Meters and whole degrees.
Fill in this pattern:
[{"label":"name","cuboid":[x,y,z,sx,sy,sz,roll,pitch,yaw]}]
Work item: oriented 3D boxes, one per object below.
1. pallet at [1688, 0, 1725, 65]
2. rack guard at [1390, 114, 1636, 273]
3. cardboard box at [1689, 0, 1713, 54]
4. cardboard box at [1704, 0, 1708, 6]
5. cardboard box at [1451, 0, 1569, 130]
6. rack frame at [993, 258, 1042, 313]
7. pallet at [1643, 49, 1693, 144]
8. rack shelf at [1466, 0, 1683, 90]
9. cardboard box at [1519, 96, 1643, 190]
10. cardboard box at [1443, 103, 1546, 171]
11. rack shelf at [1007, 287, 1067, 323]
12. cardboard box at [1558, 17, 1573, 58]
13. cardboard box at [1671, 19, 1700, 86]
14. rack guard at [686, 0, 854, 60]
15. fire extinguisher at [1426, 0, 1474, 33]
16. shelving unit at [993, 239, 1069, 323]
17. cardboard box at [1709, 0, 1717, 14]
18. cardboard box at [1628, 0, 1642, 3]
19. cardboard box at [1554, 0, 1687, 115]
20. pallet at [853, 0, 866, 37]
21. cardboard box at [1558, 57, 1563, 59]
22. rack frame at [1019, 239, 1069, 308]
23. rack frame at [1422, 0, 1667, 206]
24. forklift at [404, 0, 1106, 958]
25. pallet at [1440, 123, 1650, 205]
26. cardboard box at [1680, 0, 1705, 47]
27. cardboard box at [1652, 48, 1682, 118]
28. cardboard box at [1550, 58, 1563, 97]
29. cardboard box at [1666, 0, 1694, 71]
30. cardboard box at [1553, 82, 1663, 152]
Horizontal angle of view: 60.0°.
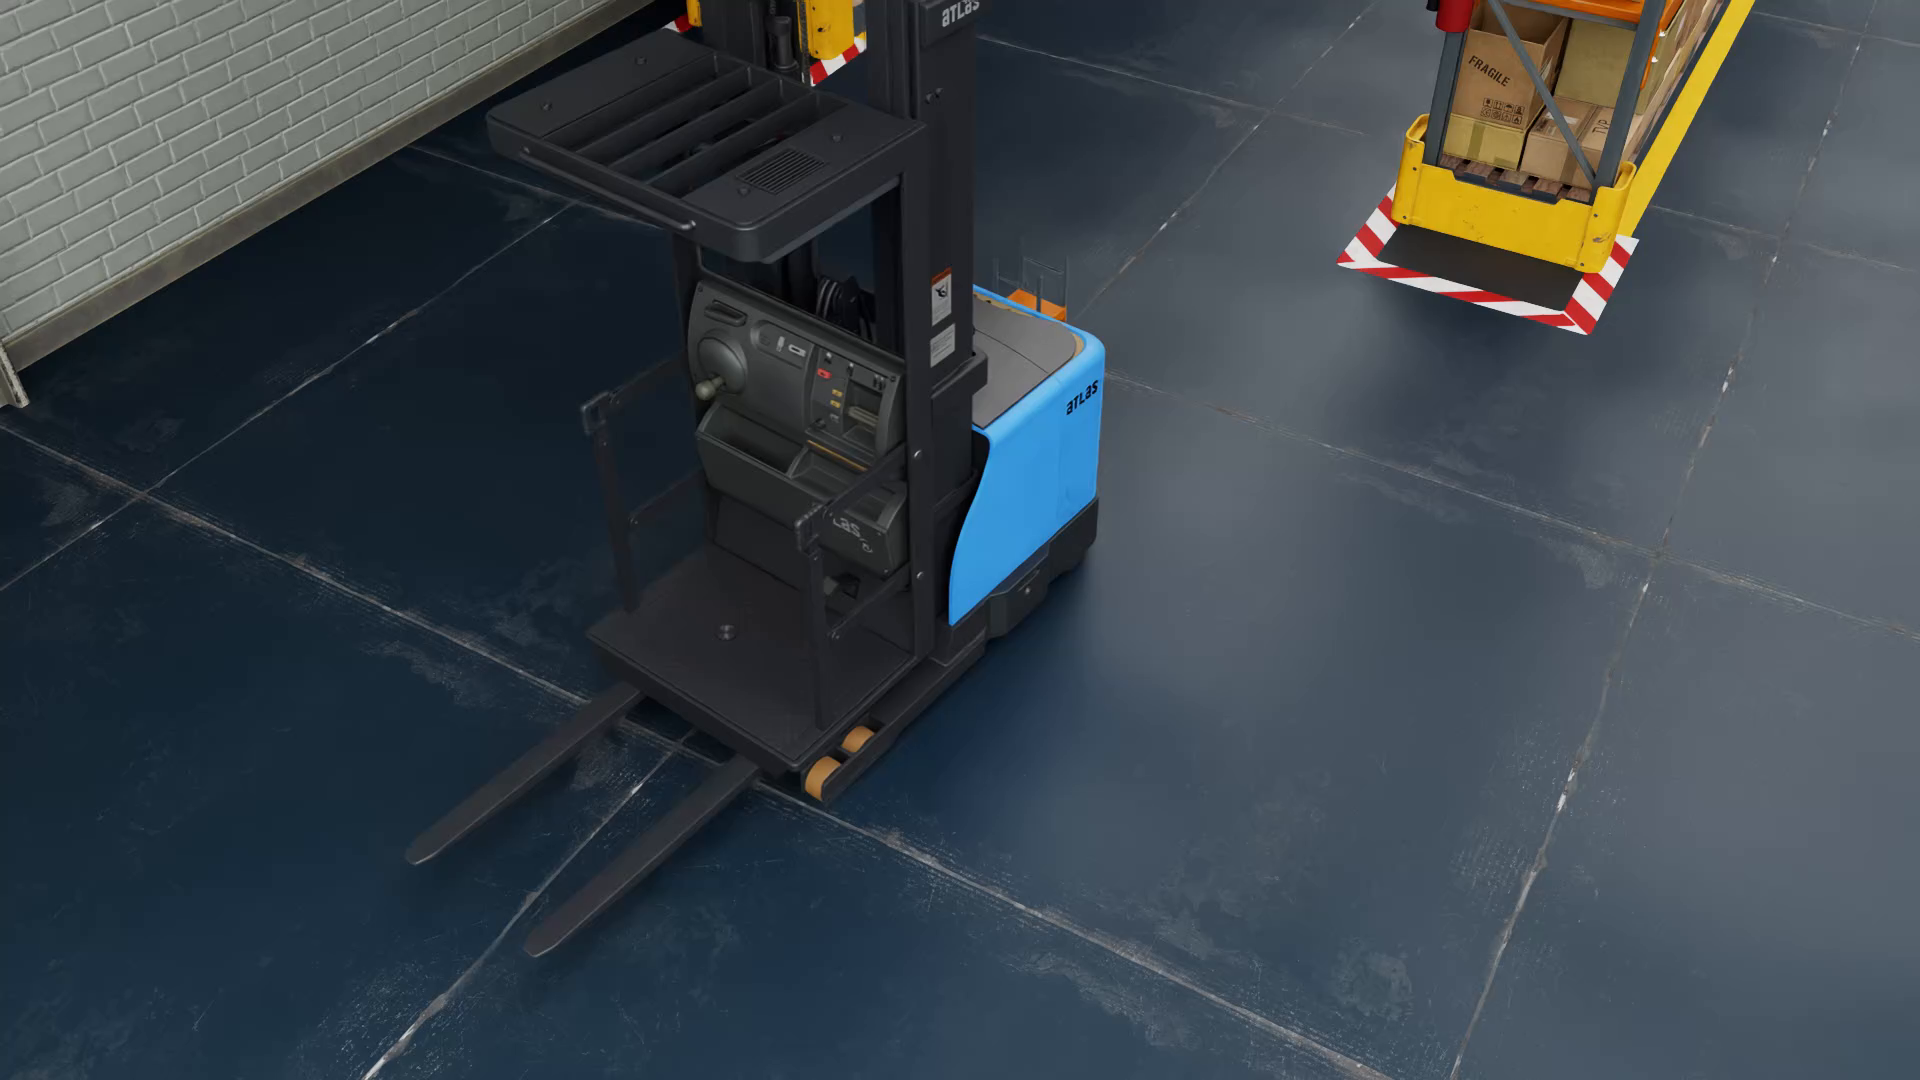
[{"label":"pallet","cuboid":[4.556,-3.637,11.221,1.003,0.211,1.213,21,45,22]},{"label":"rack guard","cuboid":[2.976,-1.884,9.012,1.175,0.500,0.348,21,45,22]},{"label":"cardboard box","cuboid":[4.451,-3.339,10.535,0.500,0.250,0.500,21,45,22]},{"label":"cardboard box","cuboid":[4.440,-3.625,10.292,0.500,0.500,0.500,21,45,22]},{"label":"cardboard box","cuboid":[2.999,-2.649,9.183,0.500,0.500,0.500,21,45,22]},{"label":"rack frame","cuboid":[0.232,-0.644,7.074,0.240,1.200,0.006,27,48,27]},{"label":"pallet","cuboid":[3.946,-2.937,10.425,1.003,0.211,1.213,21,45,22]},{"label":"rack shelf","cuboid":[3.989,-3.711,9.738,1.077,0.370,4.000,21,45,22]},{"label":"cardboard box","cuboid":[3.449,-2.195,9.236,0.500,0.250,0.500,21,45,22]},{"label":"cardboard box","cuboid":[3.001,-2.366,9.430,0.500,0.250,0.500,21,45,22]},{"label":"rack shelf","cuboid":[0.288,-0.929,6.919,0.258,0.103,0.180,27,48,27]},{"label":"cardboard box","cuboid":[3.487,-3.226,9.839,0.500,0.500,0.500,21,45,22]},{"label":"cardboard box","cuboid":[4.201,-3.053,10.210,0.500,0.250,0.500,21,45,22]},{"label":"rack guard","cuboid":[-1.265,-3.578,10.934,1.175,0.500,0.348,21,45,22]},{"label":"fire extinguisher","cuboid":[2.527,-2.893,8.324,0.296,0.674,0.183,21,45,22]},{"label":"shelving unit","cuboid":[0.288,-0.692,7.128,0.258,1.200,0.189,27,48,27]},{"label":"cardboard box","cuboid":[4.688,-3.630,10.865,0.500,0.250,0.500,21,45,22]},{"label":"cardboard box","cuboid":[3.233,-3.137,8.467,0.700,0.500,0.500,21,45,22]},{"label":"cardboard box","cuboid":[3.698,-2.763,9.314,0.500,0.500,0.500,21,45,22]},{"label":"pallet","cuboid":[-0.827,-3.923,11.545,1.003,0.211,1.213,21,45,22]},{"label":"cardboard box","cuboid":[3.489,-2.943,10.085,0.500,0.250,0.500,21,45,22]},{"label":"rack frame","cuboid":[0.344,-0.740,7.182,0.240,1.200,0.006,27,48,27]},{"label":"rack frame","cuboid":[2.988,-2.836,8.201,1.000,3.000,0.127,21,45,22]},{"label":"forklift","cuboid":[-0.712,-0.505,5.606,1.130,2.935,3.031,27,48,27]},{"label":"pallet","cuboid":[3.335,-2.241,9.635,1.003,0.211,1.213,21,45,22]},{"label":"cardboard box","cuboid":[4.202,-3.334,9.962,0.500,0.500,0.500,21,45,22]},{"label":"cardboard box","cuboid":[3.947,-2.768,9.887,0.500,0.250,0.500,21,45,22]},{"label":"cardboard box","cuboid":[3.240,-2.657,9.760,0.500,0.250,0.500,21,45,22]},{"label":"cardboard box","cuboid":[3.937,-3.054,9.643,0.500,0.500,0.500,21,45,22]},{"label":"cardboard box","cuboid":[3.696,-2.483,9.562,0.500,0.250,0.500,21,45,22]}]
